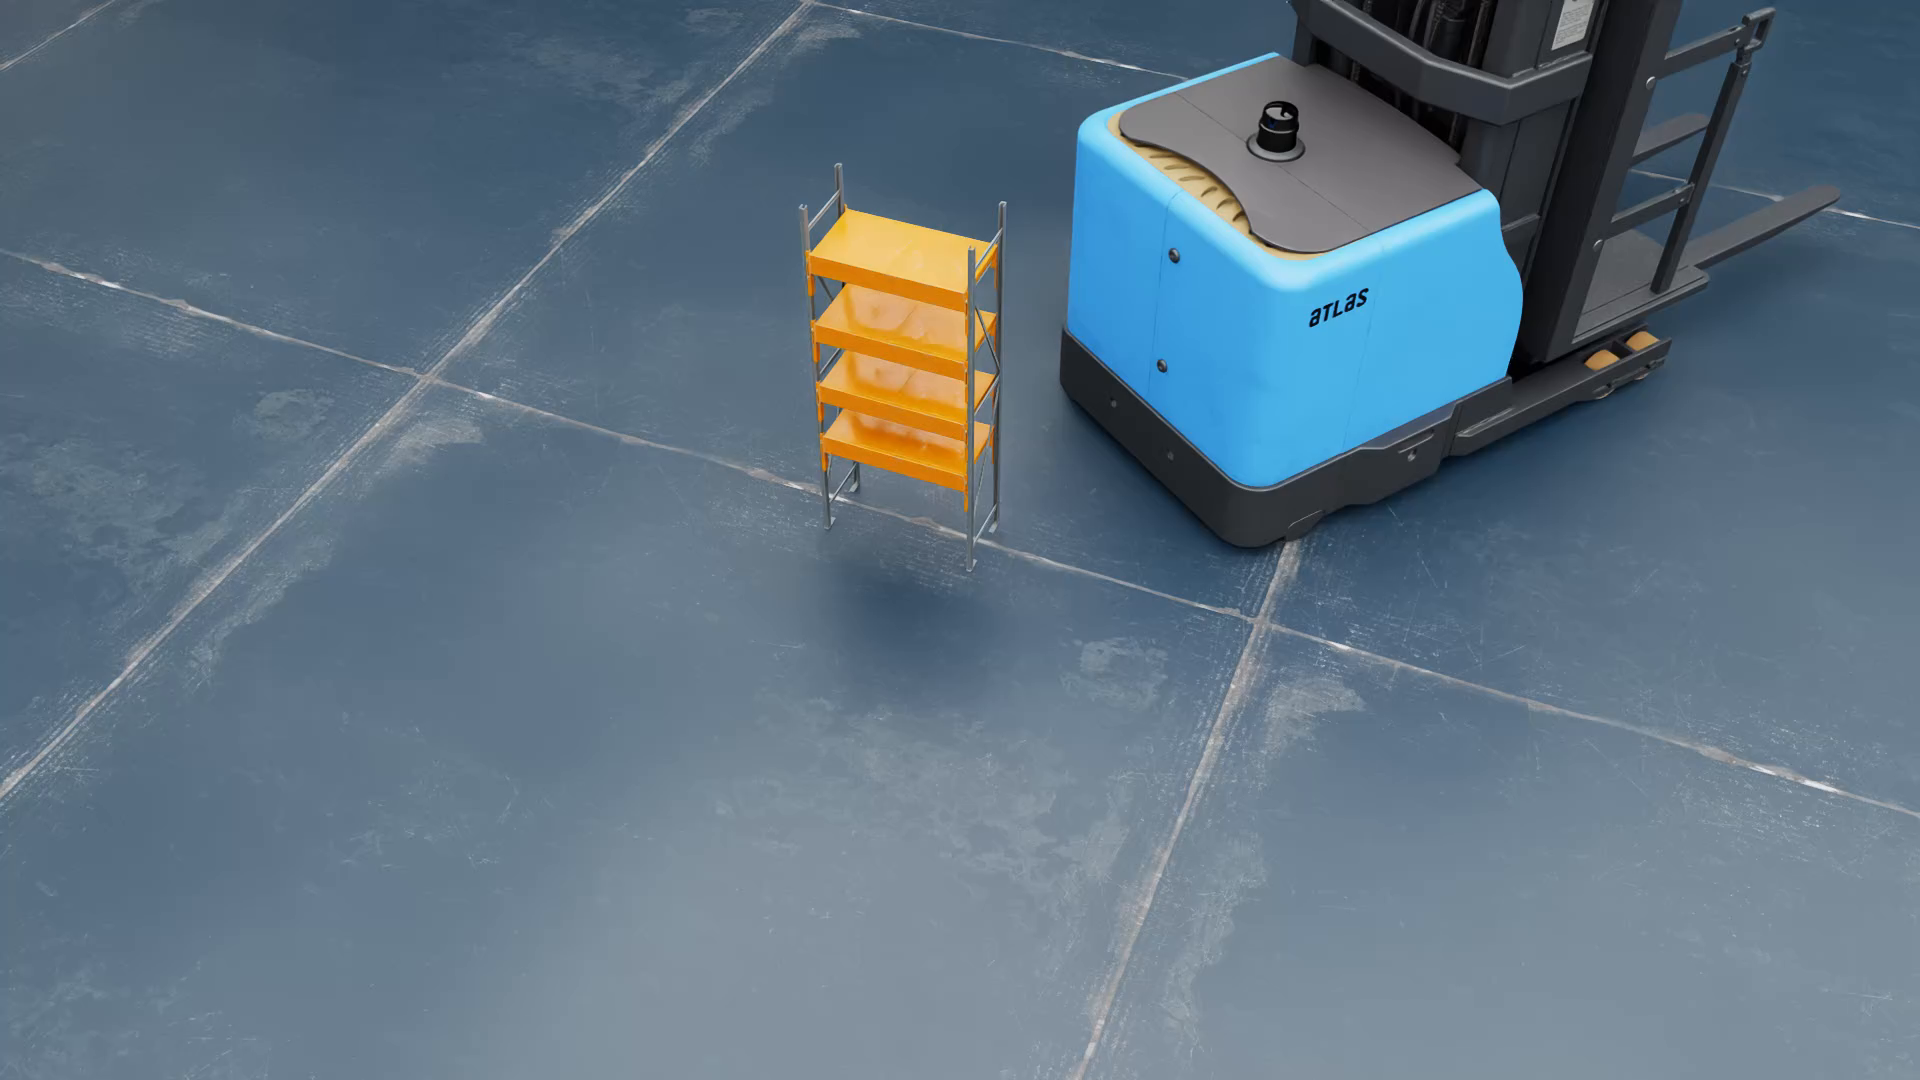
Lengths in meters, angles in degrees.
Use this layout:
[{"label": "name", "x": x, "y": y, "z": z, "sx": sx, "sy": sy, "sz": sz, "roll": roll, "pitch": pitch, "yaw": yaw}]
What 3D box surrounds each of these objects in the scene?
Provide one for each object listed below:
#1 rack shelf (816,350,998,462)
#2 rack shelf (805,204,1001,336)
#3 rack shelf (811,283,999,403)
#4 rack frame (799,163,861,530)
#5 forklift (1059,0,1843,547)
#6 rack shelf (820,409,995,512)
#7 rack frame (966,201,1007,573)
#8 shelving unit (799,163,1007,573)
[{"label": "rack shelf", "x": -0.153, "y": -0.423, "z": 4.919, "sx": 0.480, "sy": 0.148, "sz": 0.258, "roll": 16, "pitch": 47, "yaw": 16}, {"label": "rack shelf", "x": -0.153, "y": -0.749, "z": 4.595, "sx": 0.480, "sy": 0.148, "sz": 0.258, "roll": 16, "pitch": 47, "yaw": 16}, {"label": "rack shelf", "x": -0.153, "y": -0.581, "z": 4.762, "sx": 0.480, "sy": 0.148, "sz": 0.258, "roll": 16, "pitch": 47, "yaw": 16}, {"label": "rack frame", "x": -0.378, "y": -0.537, "z": 4.939, "sx": 0.015, "sy": 1.200, "sz": 0.240, "roll": 16, "pitch": 47, "yaw": 16}, {"label": "forklift", "x": 1.861, "y": -1.818, "z": 4.999, "sx": 3.031, "sy": 2.935, "sz": 1.130, "roll": -24, "pitch": 50, "yaw": -22}, {"label": "rack shelf", "x": -0.153, "y": -0.282, "z": 5.059, "sx": 0.480, "sy": 0.148, "sz": 0.258, "roll": 16, "pitch": 47, "yaw": 16}, {"label": "rack frame", "x": 0.072, "y": -0.404, "z": 4.805, "sx": 0.015, "sy": 1.200, "sz": 0.240, "roll": 16, "pitch": 47, "yaw": 16}, {"label": "shelving unit", "x": -0.153, "y": -0.470, "z": 4.872, "sx": 0.503, "sy": 1.200, "sz": 0.258, "roll": 16, "pitch": 47, "yaw": 16}]
